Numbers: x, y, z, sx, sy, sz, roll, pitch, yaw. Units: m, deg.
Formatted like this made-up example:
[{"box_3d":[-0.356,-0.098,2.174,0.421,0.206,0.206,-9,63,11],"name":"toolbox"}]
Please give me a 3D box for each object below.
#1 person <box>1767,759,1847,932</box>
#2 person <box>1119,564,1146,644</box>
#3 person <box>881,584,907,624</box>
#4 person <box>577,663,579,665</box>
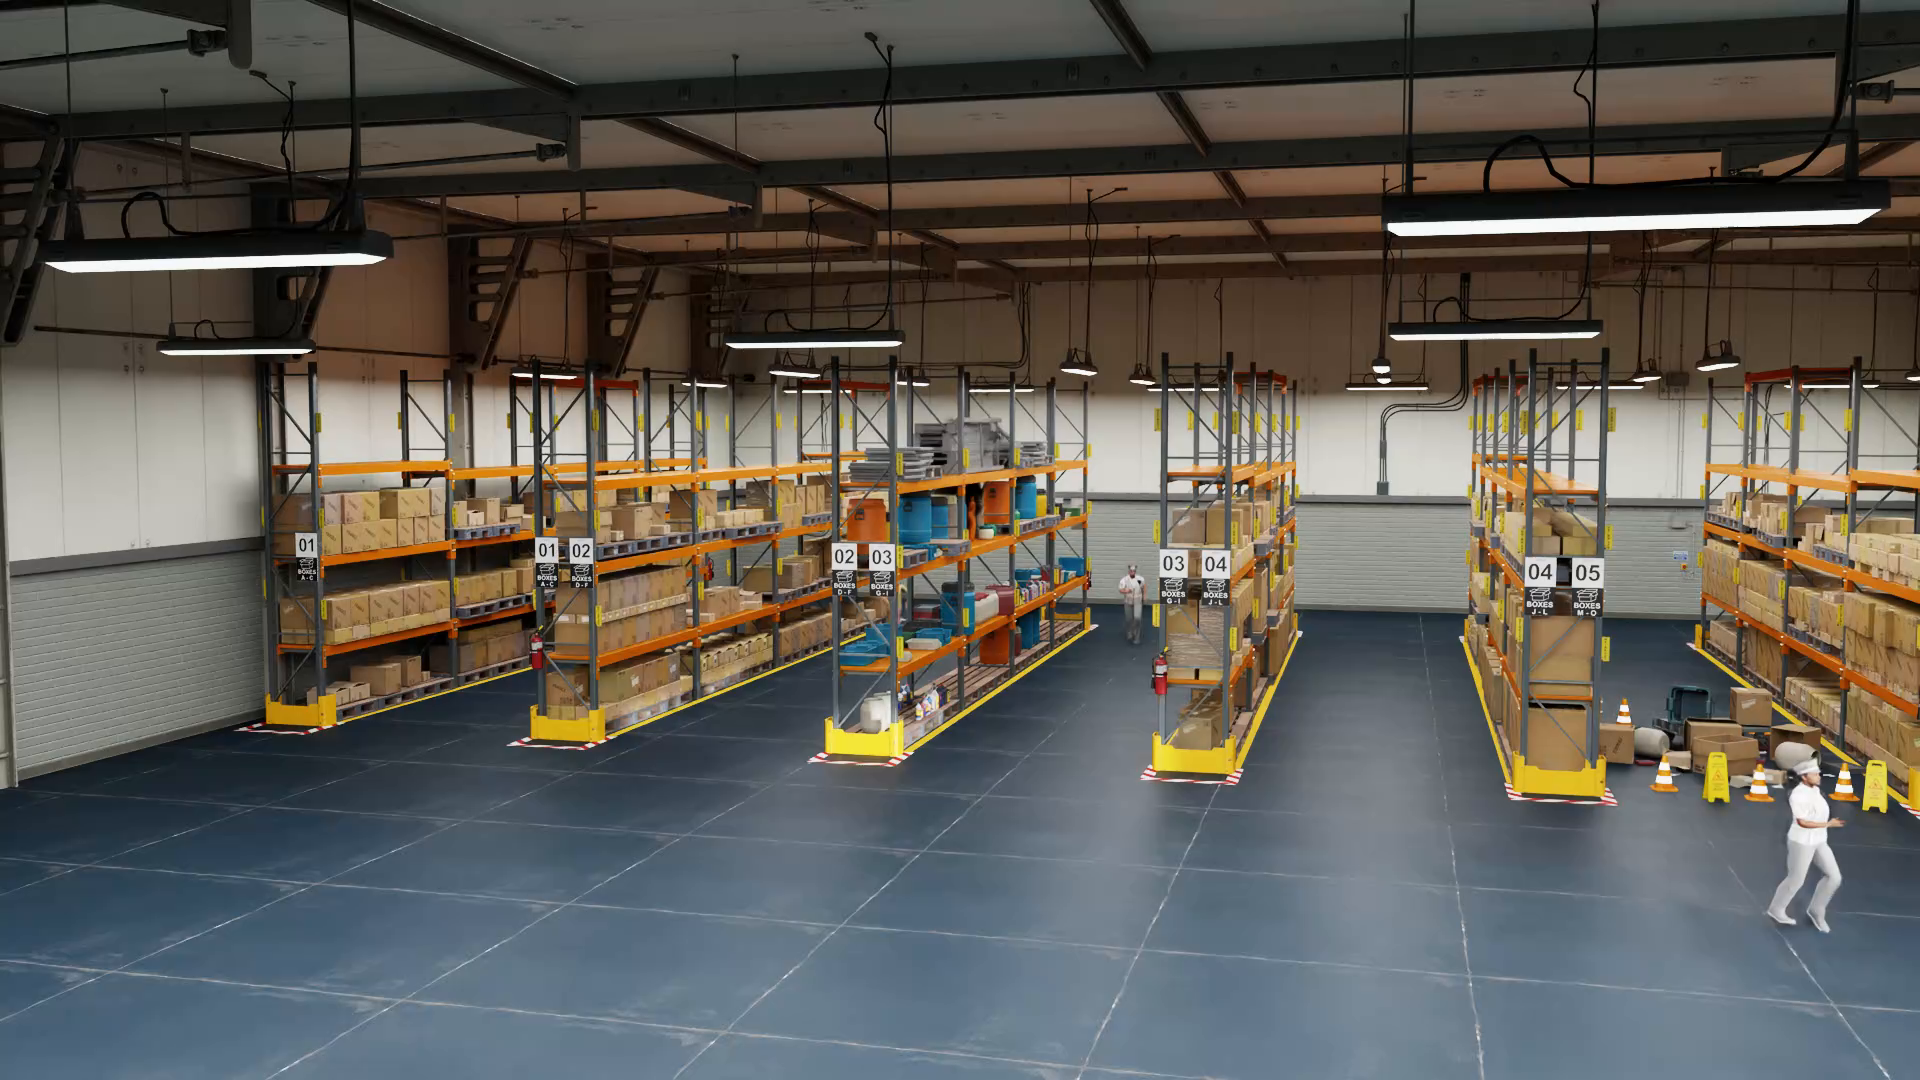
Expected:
[{"box_3d":[8.370,3.020,16.380,0.564,1.751,0.712,-3,5,-36],"name":"person"},{"box_3d":[3.937,1.459,37.920,0.630,1.845,0.872,0,4,5],"name":"person"},{"box_3d":[-1.445,1.591,36.904,0.592,1.719,0.698,1,4,11],"name":"person"},{"box_3d":[-6.909,1.991,31.046,0.614,1.624,0.923,1,4,17],"name":"person"}]
